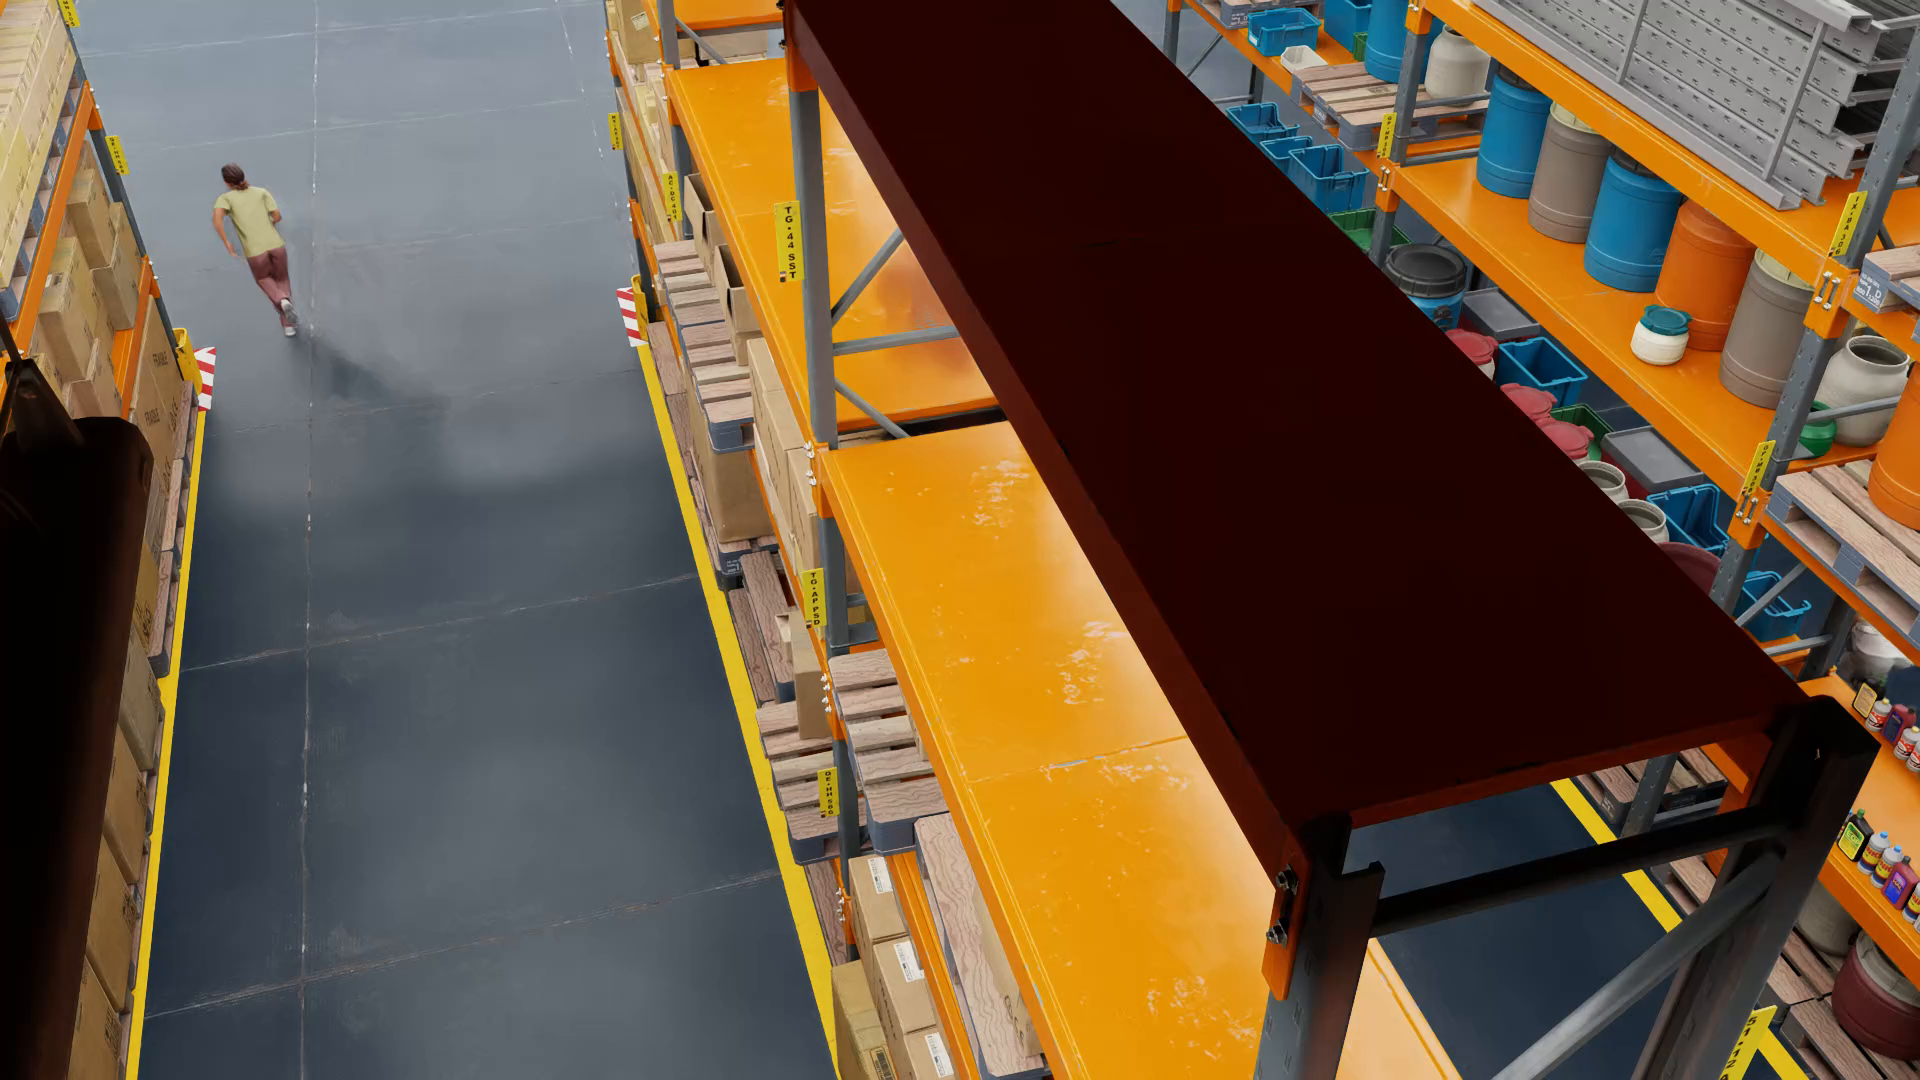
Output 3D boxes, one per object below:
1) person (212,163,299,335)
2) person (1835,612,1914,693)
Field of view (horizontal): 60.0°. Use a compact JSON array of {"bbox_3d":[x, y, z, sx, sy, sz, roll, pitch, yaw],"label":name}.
[{"bbox_3d":[-6.306,-2.589,14.907,0.600,1.495,0.717,-27,45,-29],"label":"person"},{"bbox_3d":[5.886,0.770,10.623,0.642,1.627,1.019,-7,39,-9],"label":"person"}]
